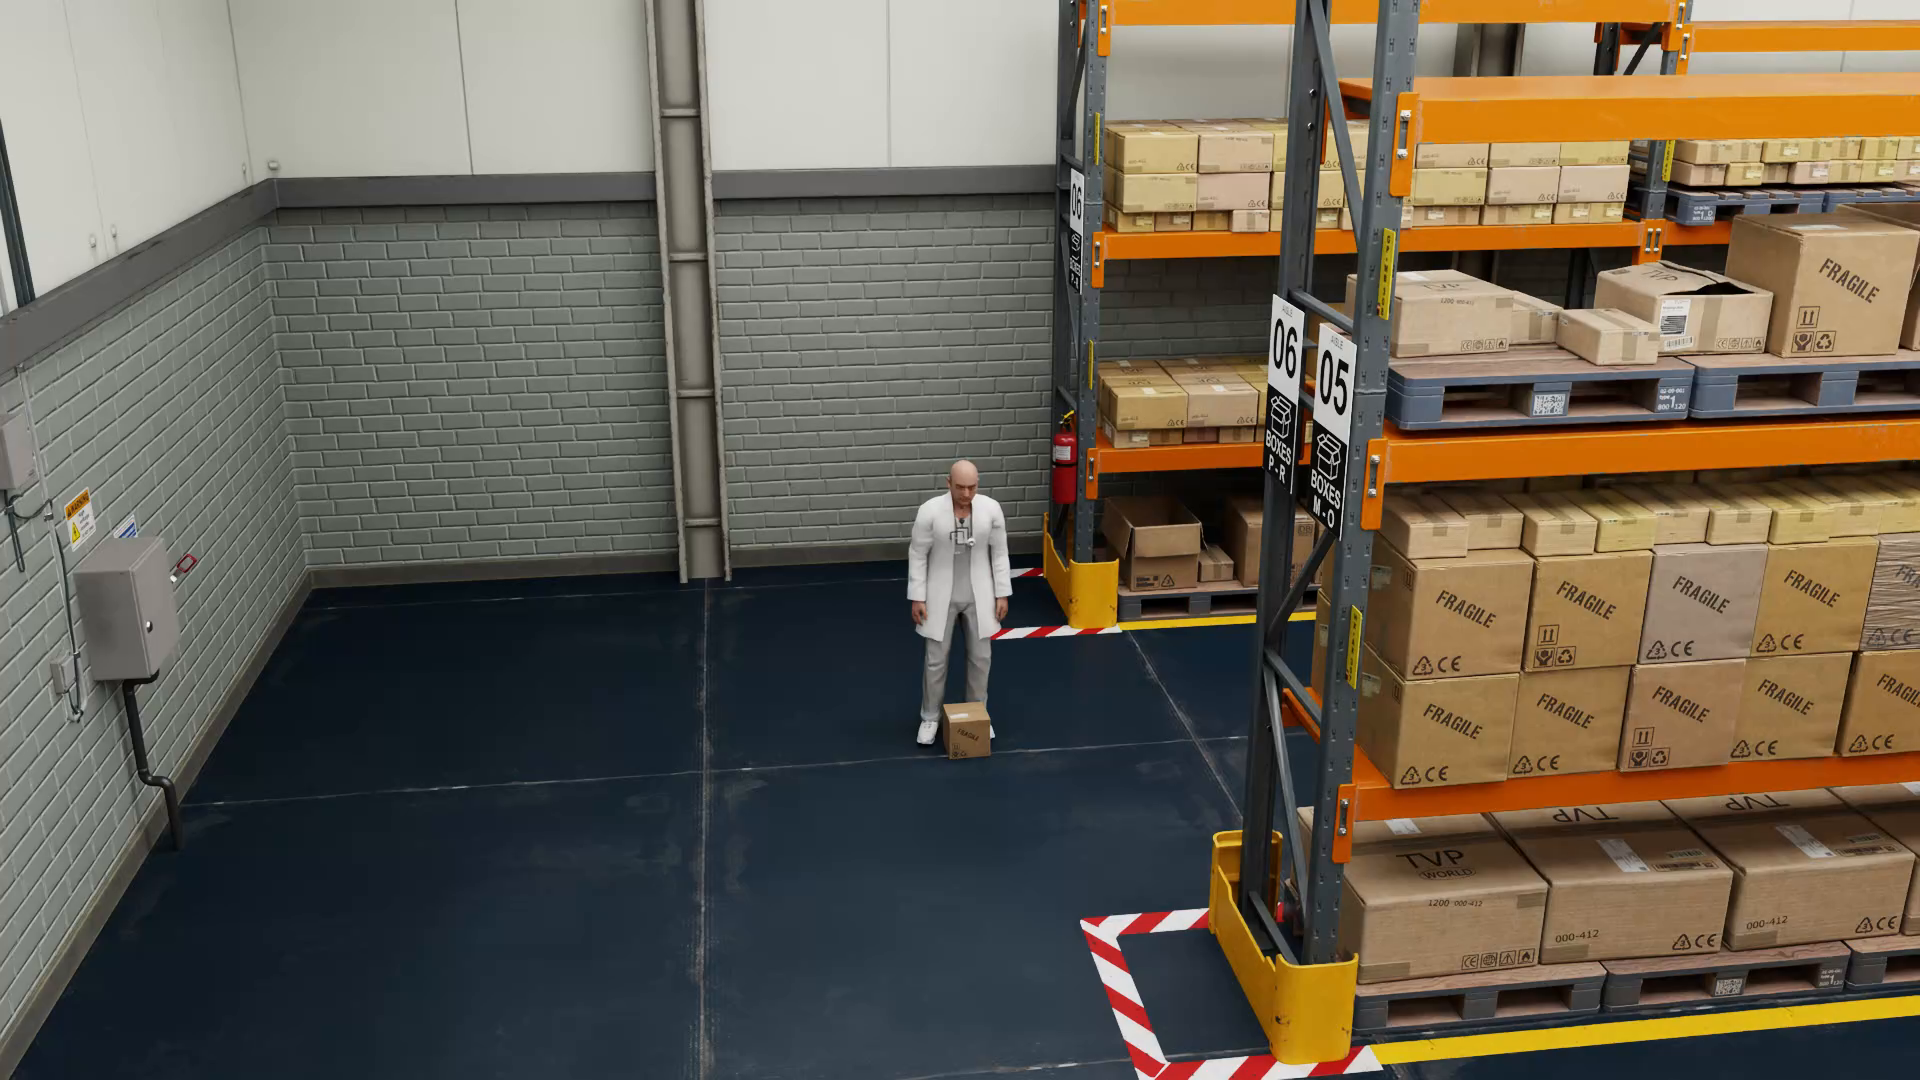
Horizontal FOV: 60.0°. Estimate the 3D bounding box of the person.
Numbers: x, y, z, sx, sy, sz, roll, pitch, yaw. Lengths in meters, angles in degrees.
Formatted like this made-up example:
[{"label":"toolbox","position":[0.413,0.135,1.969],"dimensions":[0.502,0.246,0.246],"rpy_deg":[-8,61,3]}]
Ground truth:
[{"label":"person","position":[-0.003,0.355,10.094],"dimensions":[0.642,1.770,0.422],"rpy_deg":[-3,20,-8]}]
